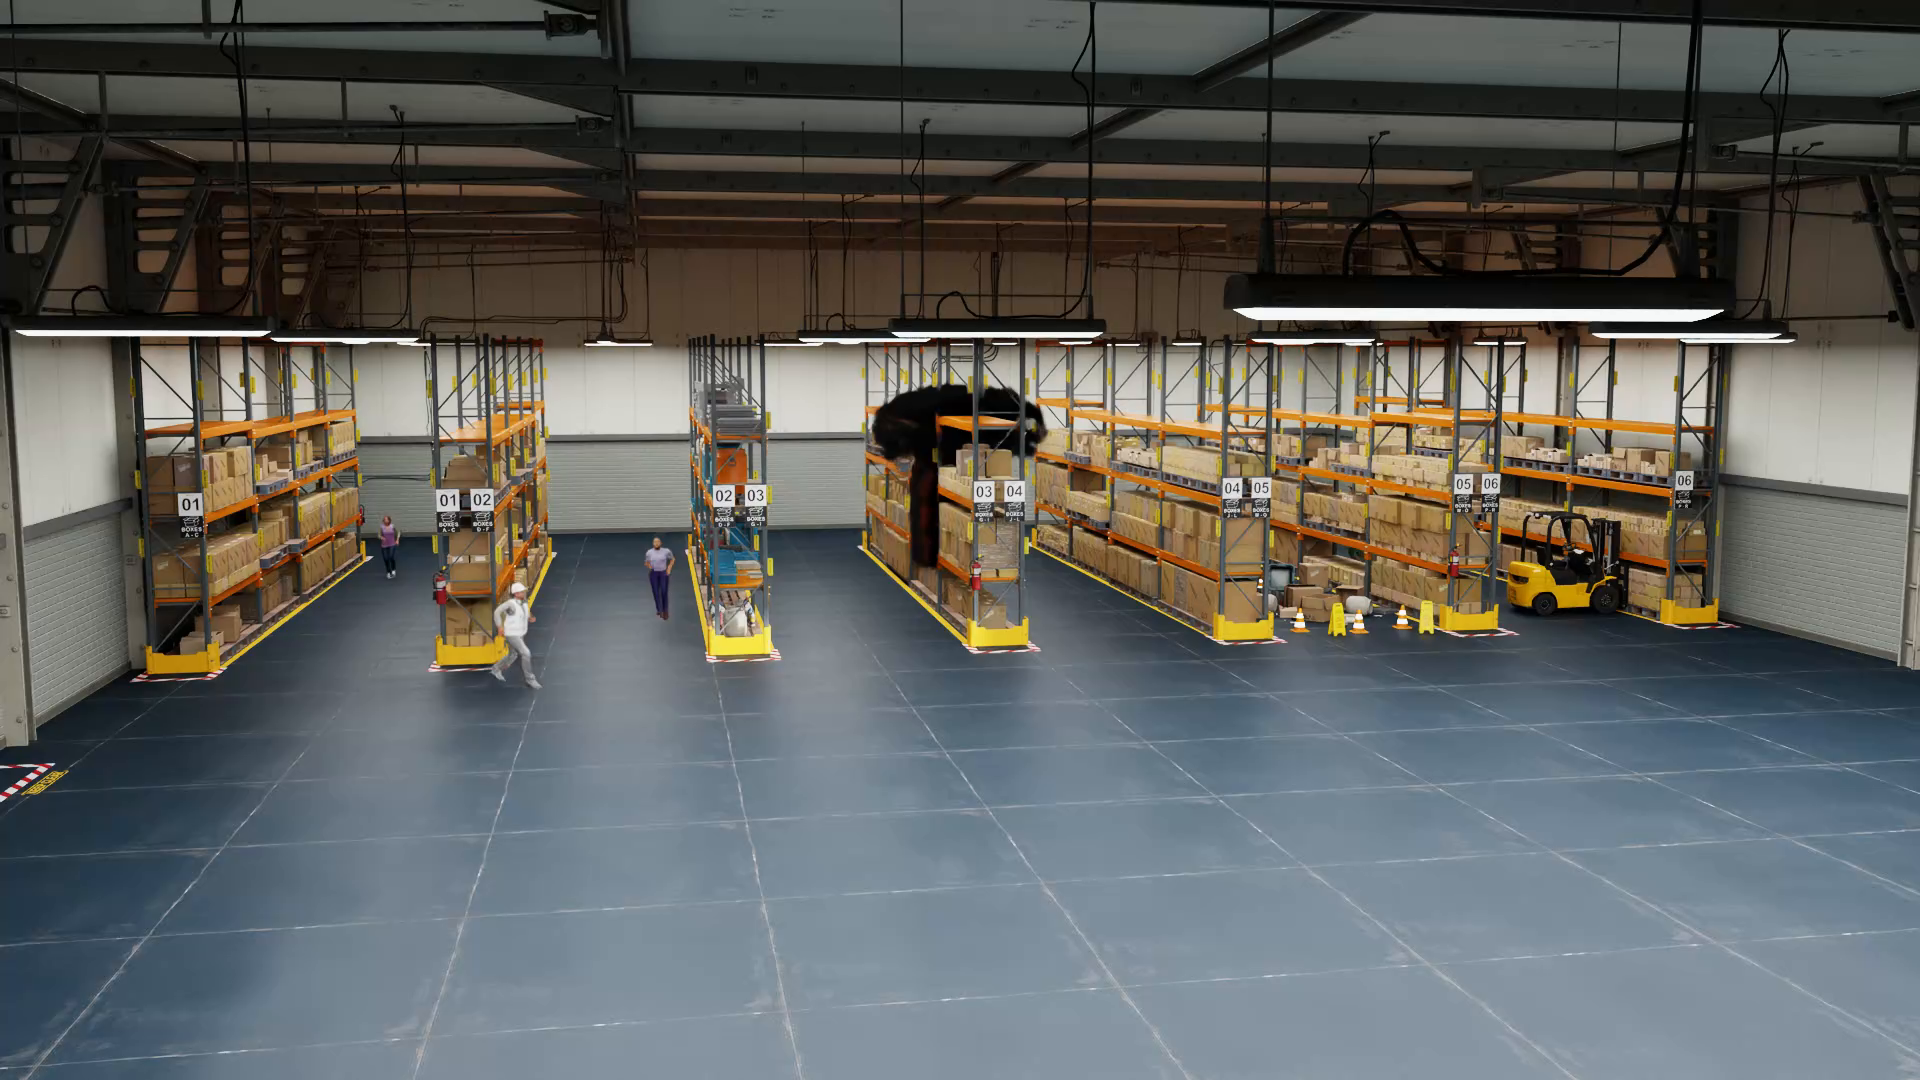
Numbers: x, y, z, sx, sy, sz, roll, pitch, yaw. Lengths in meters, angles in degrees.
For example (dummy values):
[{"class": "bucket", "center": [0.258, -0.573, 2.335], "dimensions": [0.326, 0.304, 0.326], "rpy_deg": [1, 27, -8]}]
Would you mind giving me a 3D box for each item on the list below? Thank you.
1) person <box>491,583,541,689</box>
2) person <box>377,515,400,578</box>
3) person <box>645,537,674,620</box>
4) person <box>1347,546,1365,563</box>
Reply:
[{"class": "person", "center": [-7.568, 1.620, 28.229], "dimensions": [0.965, 1.809, 0.678], "rpy_deg": [2, 7, 16]}, {"class": "person", "center": [-14.269, 0.171, 41.524], "dimensions": [0.511, 1.570, 0.636], "rpy_deg": [-1, 7, -10]}, {"class": "person", "center": [-6.119, 0.787, 33.802], "dimensions": [0.580, 1.710, 0.645], "rpy_deg": [0, 7, -2]}, {"class": "person", "center": [10.221, -0.043, 42.708], "dimensions": [0.658, 1.758, 0.790], "rpy_deg": [-3, 7, -22]}]
